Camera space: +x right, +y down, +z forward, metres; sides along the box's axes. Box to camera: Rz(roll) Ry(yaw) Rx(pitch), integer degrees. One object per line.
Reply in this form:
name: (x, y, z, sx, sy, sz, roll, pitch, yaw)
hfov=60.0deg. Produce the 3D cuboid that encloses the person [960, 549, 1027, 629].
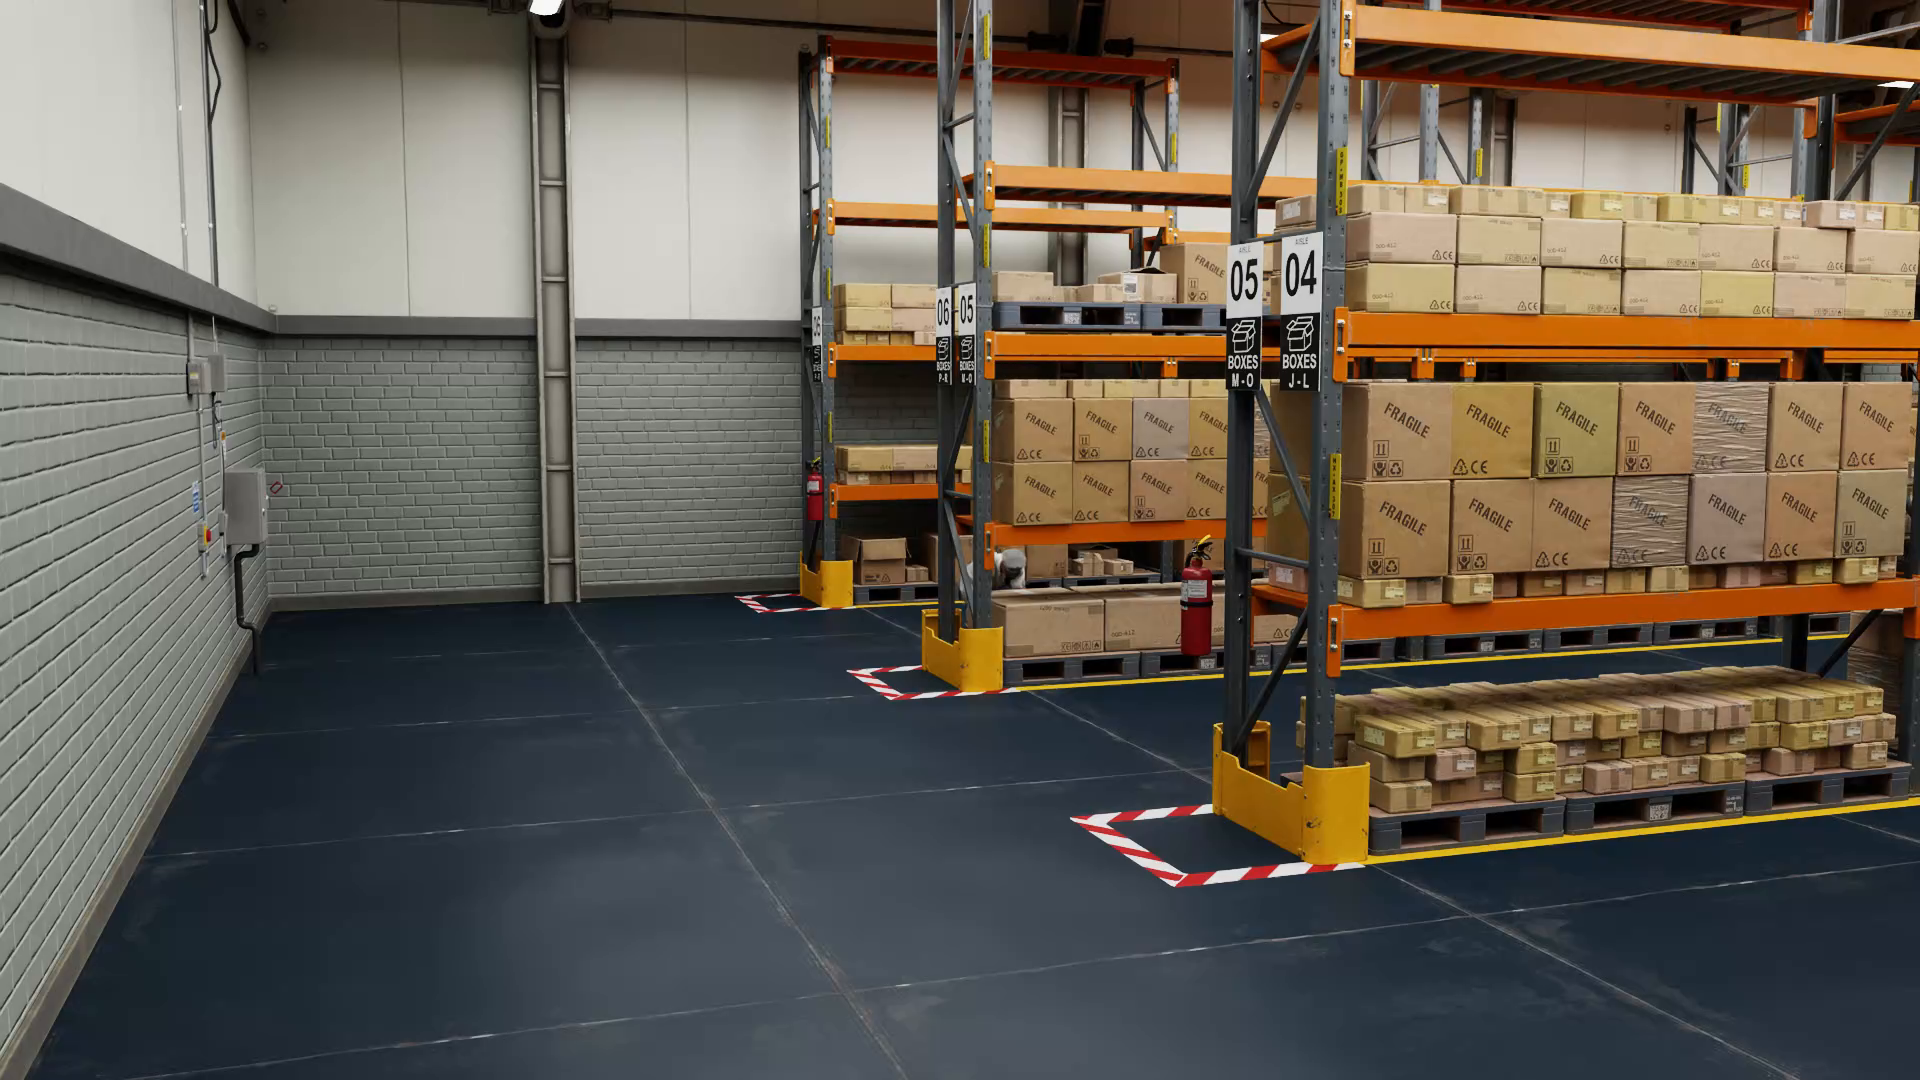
person: (0.334, 0.501, 16.162, 0.546, 0.899, 0.974, -2, 6, -19)
